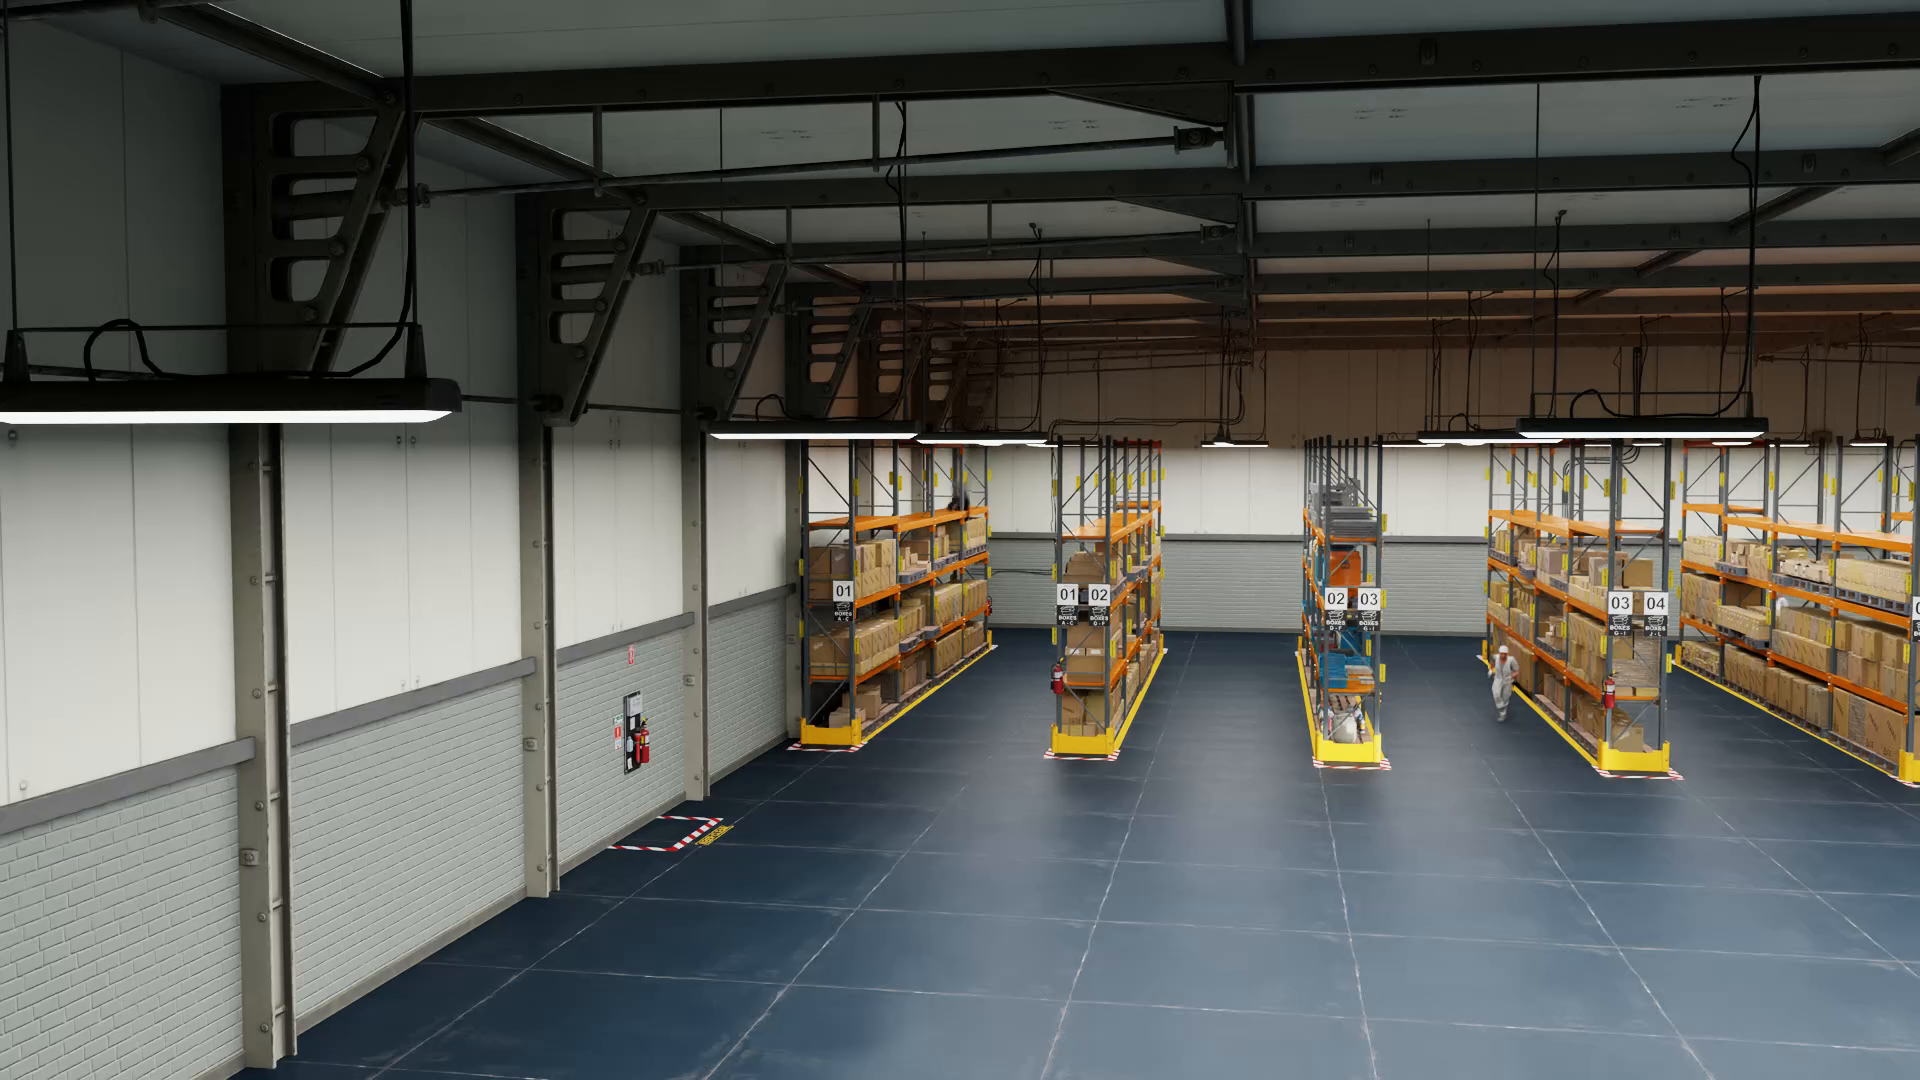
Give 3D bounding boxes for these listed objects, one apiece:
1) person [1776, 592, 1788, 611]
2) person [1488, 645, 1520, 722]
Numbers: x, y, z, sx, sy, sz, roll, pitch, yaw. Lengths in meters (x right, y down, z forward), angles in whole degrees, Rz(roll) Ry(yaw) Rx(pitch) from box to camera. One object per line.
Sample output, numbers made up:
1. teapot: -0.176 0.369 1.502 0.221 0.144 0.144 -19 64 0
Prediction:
1. person: 23.365 2.267 47.367 0.781 1.827 0.635 -1 3 -12
2. person: 11.507 2.991 35.174 0.686 1.607 1.098 1 3 25
